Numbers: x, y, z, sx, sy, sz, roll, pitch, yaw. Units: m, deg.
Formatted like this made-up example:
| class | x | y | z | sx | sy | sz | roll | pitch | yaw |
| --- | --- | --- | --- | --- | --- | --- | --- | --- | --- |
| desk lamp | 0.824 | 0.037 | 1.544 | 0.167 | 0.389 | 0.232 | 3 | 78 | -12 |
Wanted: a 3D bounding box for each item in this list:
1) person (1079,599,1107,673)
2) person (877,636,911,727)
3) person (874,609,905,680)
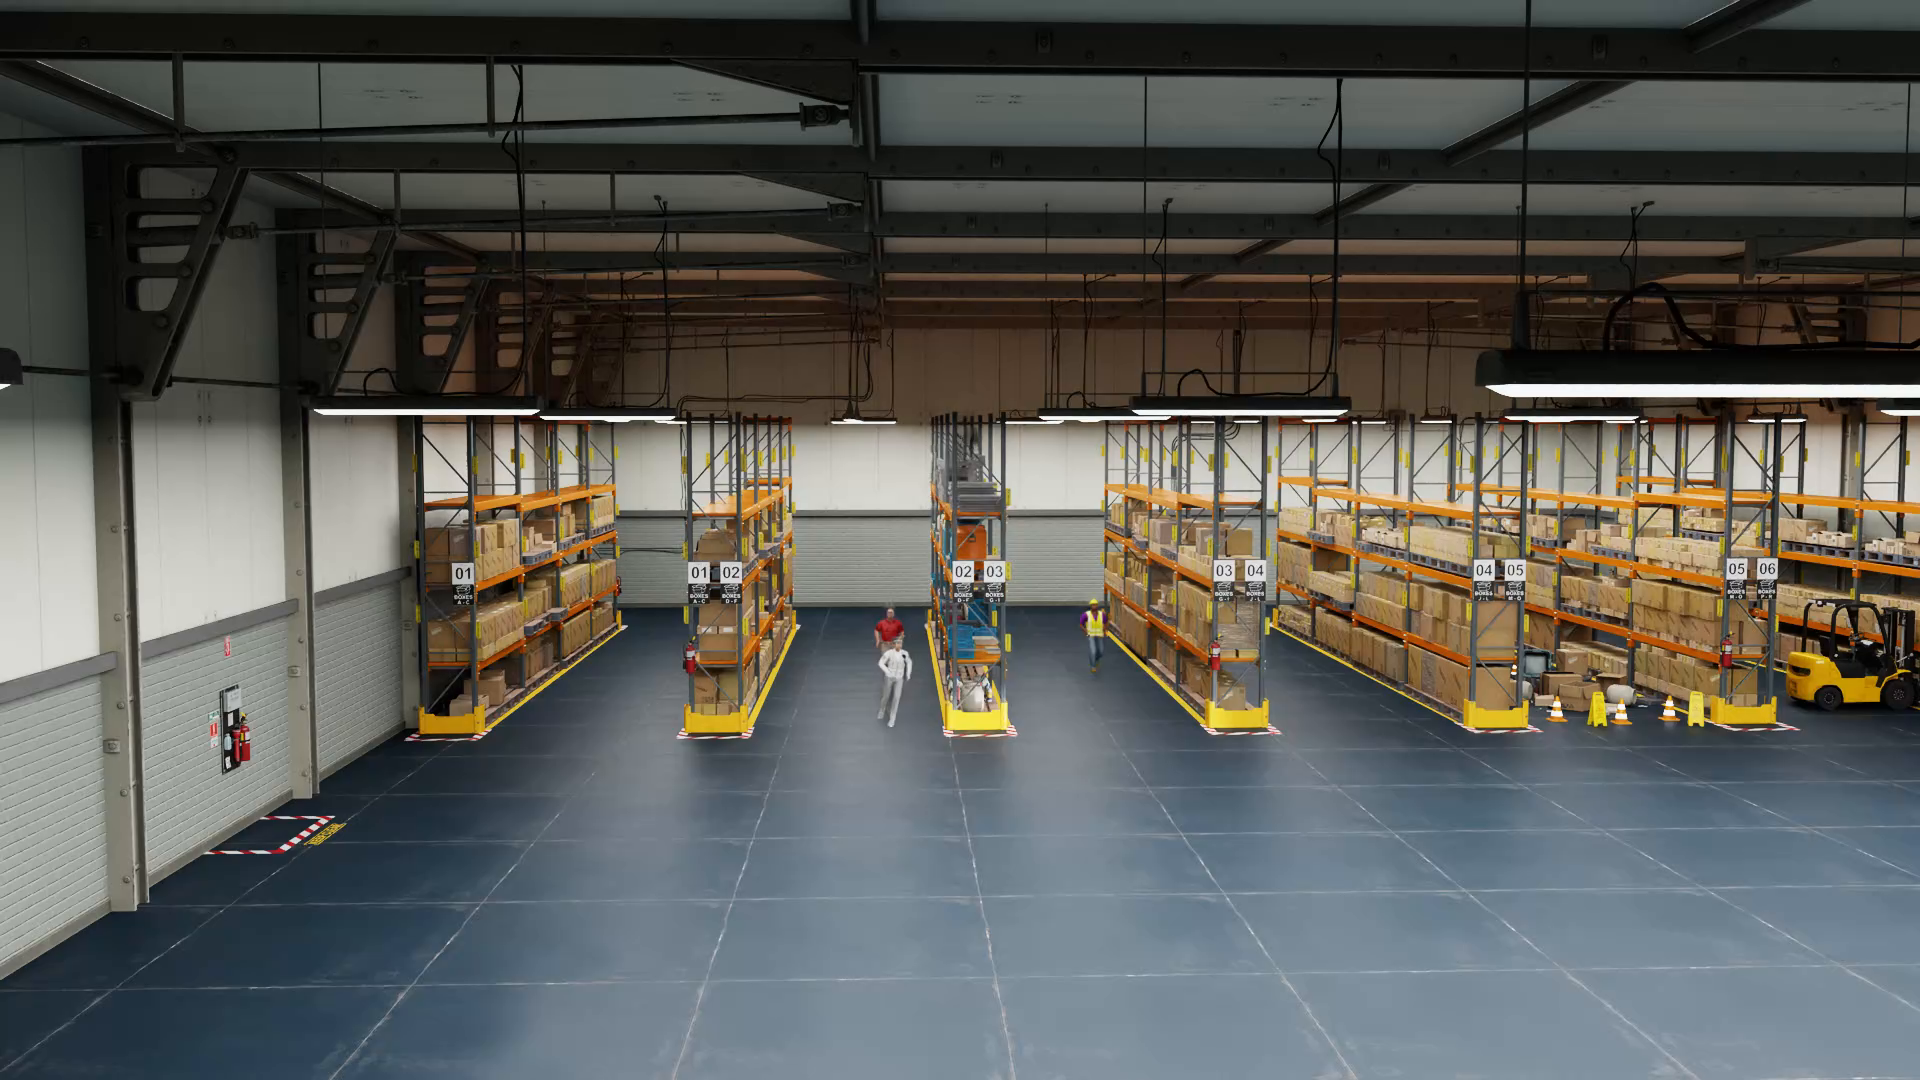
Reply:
| class | x | y | z | sx | sy | sz | roll | pitch | yaw |
| --- | --- | --- | --- | --- | --- | --- | --- | --- | --- |
| person | 3.118 | 2.234 | 38.638 | 0.696 | 1.718 | 0.605 | -1 | 4 | -9 |
| person | -1.253 | 2.701 | 32.156 | 0.678 | 1.705 | 0.825 | -1 | 4 | -8 |
| person | -1.553 | 2.370 | 36.914 | 0.665 | 1.685 | 0.561 | 0 | 4 | -6 |
